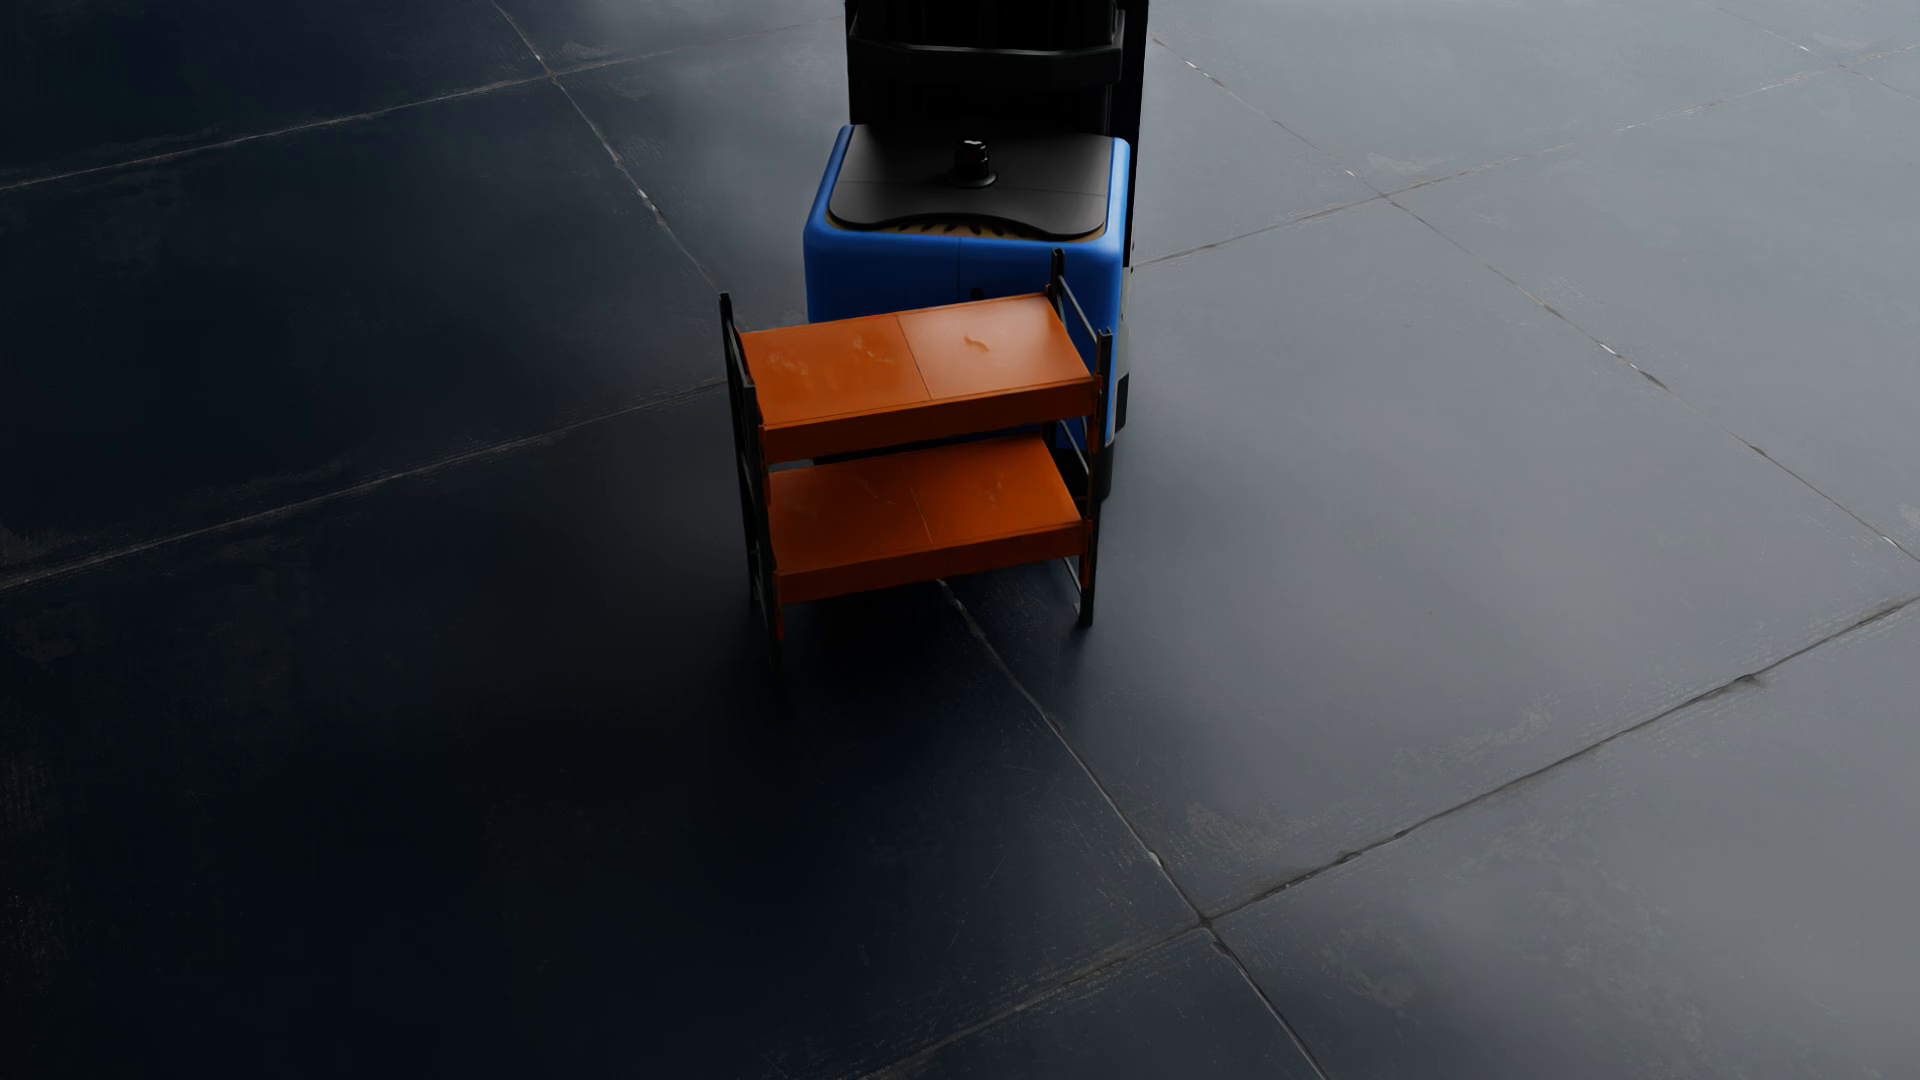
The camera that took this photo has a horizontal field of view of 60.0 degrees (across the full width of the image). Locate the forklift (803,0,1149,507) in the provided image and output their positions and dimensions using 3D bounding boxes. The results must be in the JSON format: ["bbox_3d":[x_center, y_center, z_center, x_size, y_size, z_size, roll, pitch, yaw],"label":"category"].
[{"bbox_3d":[0.157,-2.178,6.055,1.130,2.935,3.031,4,40,5],"label":"forklift"}]

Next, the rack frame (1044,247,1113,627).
[{"bbox_3d":[0.355,-0.304,5.238,0.032,1.125,0.500,-9,41,-11],"label":"rack frame"}]

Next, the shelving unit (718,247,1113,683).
[{"bbox_3d":[-0.138,-0.222,5.142,1.048,1.125,0.538,-9,41,-11],"label":"shelving unit"}]

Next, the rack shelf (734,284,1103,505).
[{"bbox_3d":[-0.138,-0.446,4.953,1.000,0.278,0.538,-9,41,-11],"label":"rack shelf"}]

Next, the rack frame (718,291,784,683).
[{"bbox_3d":[-0.630,-0.141,5.045,0.032,1.125,0.500,-9,41,-11],"label":"rack frame"}]

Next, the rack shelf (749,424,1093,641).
[{"bbox_3d":[-0.138,-0.035,5.300,1.000,0.278,0.538,-9,41,-11],"label":"rack shelf"}]
